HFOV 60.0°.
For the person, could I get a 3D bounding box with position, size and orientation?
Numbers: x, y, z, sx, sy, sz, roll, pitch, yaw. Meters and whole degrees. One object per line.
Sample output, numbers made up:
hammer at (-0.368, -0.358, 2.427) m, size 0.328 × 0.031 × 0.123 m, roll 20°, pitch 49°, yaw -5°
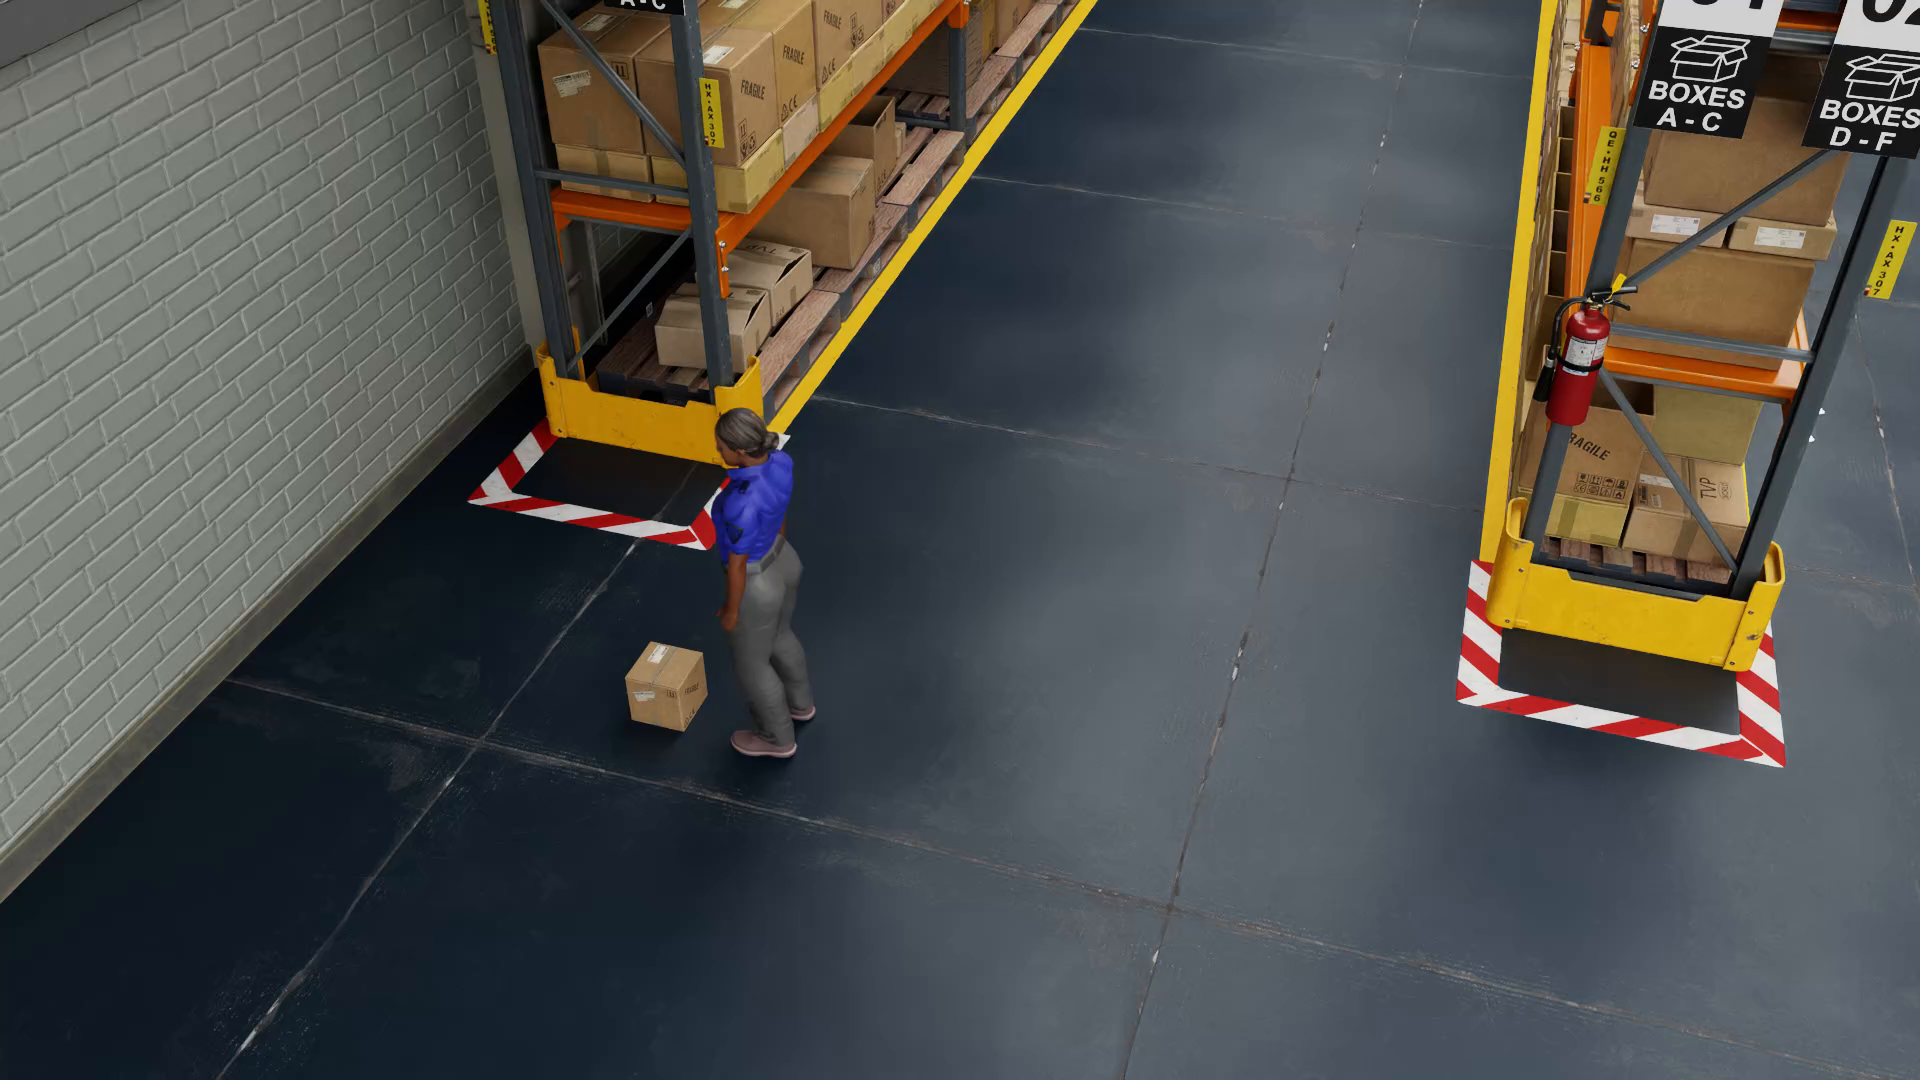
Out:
person at (-0.801, 0.150, 6.641) m, size 0.276 × 1.578 × 0.434 m, roll 11°, pitch 39°, yaw 15°
